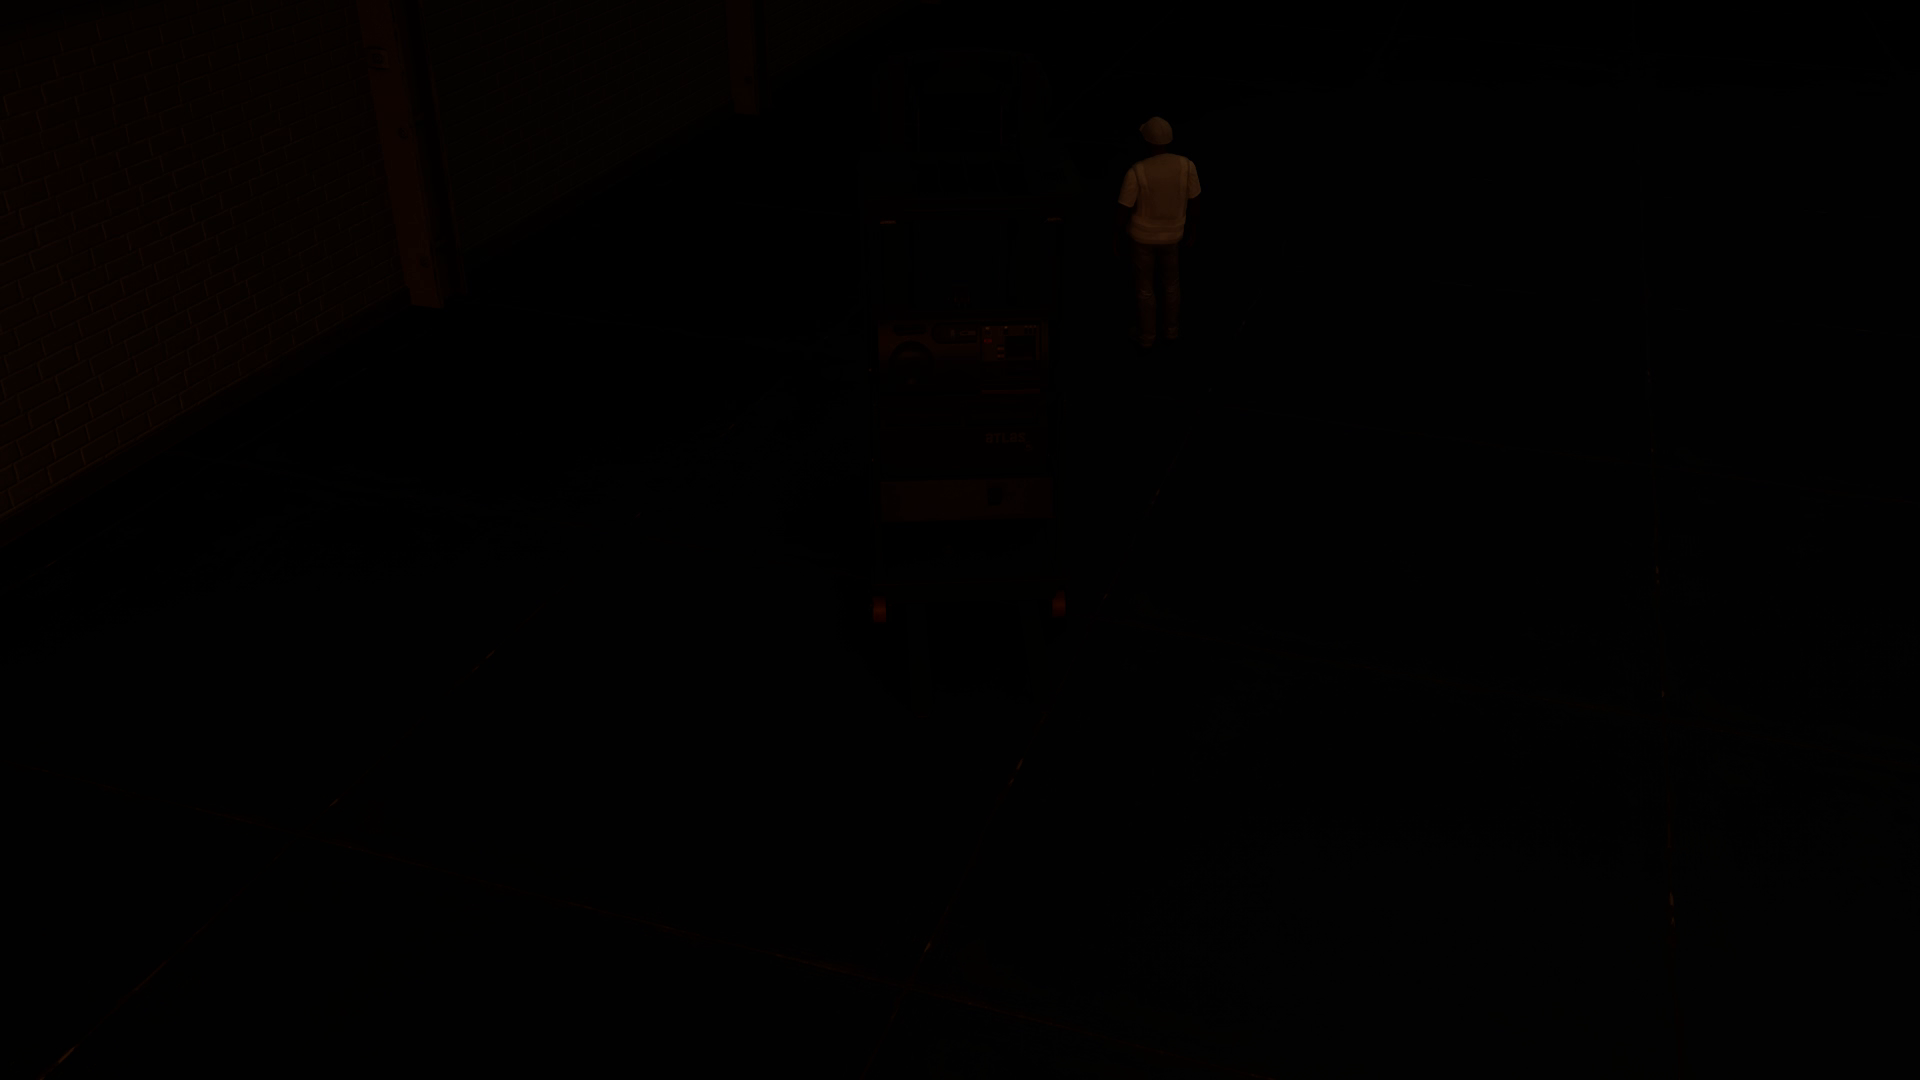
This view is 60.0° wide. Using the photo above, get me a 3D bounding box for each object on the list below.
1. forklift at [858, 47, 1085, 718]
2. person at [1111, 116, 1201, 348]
[{"bbox_3d":[0.035,-0.972,8.842,1.130,2.935,3.031,-2,30,-3],"label":"forklift"},{"bbox_3d":[1.423,-2.290,12.315,0.666,1.765,0.577,-6,30,-10],"label":"person"}]
